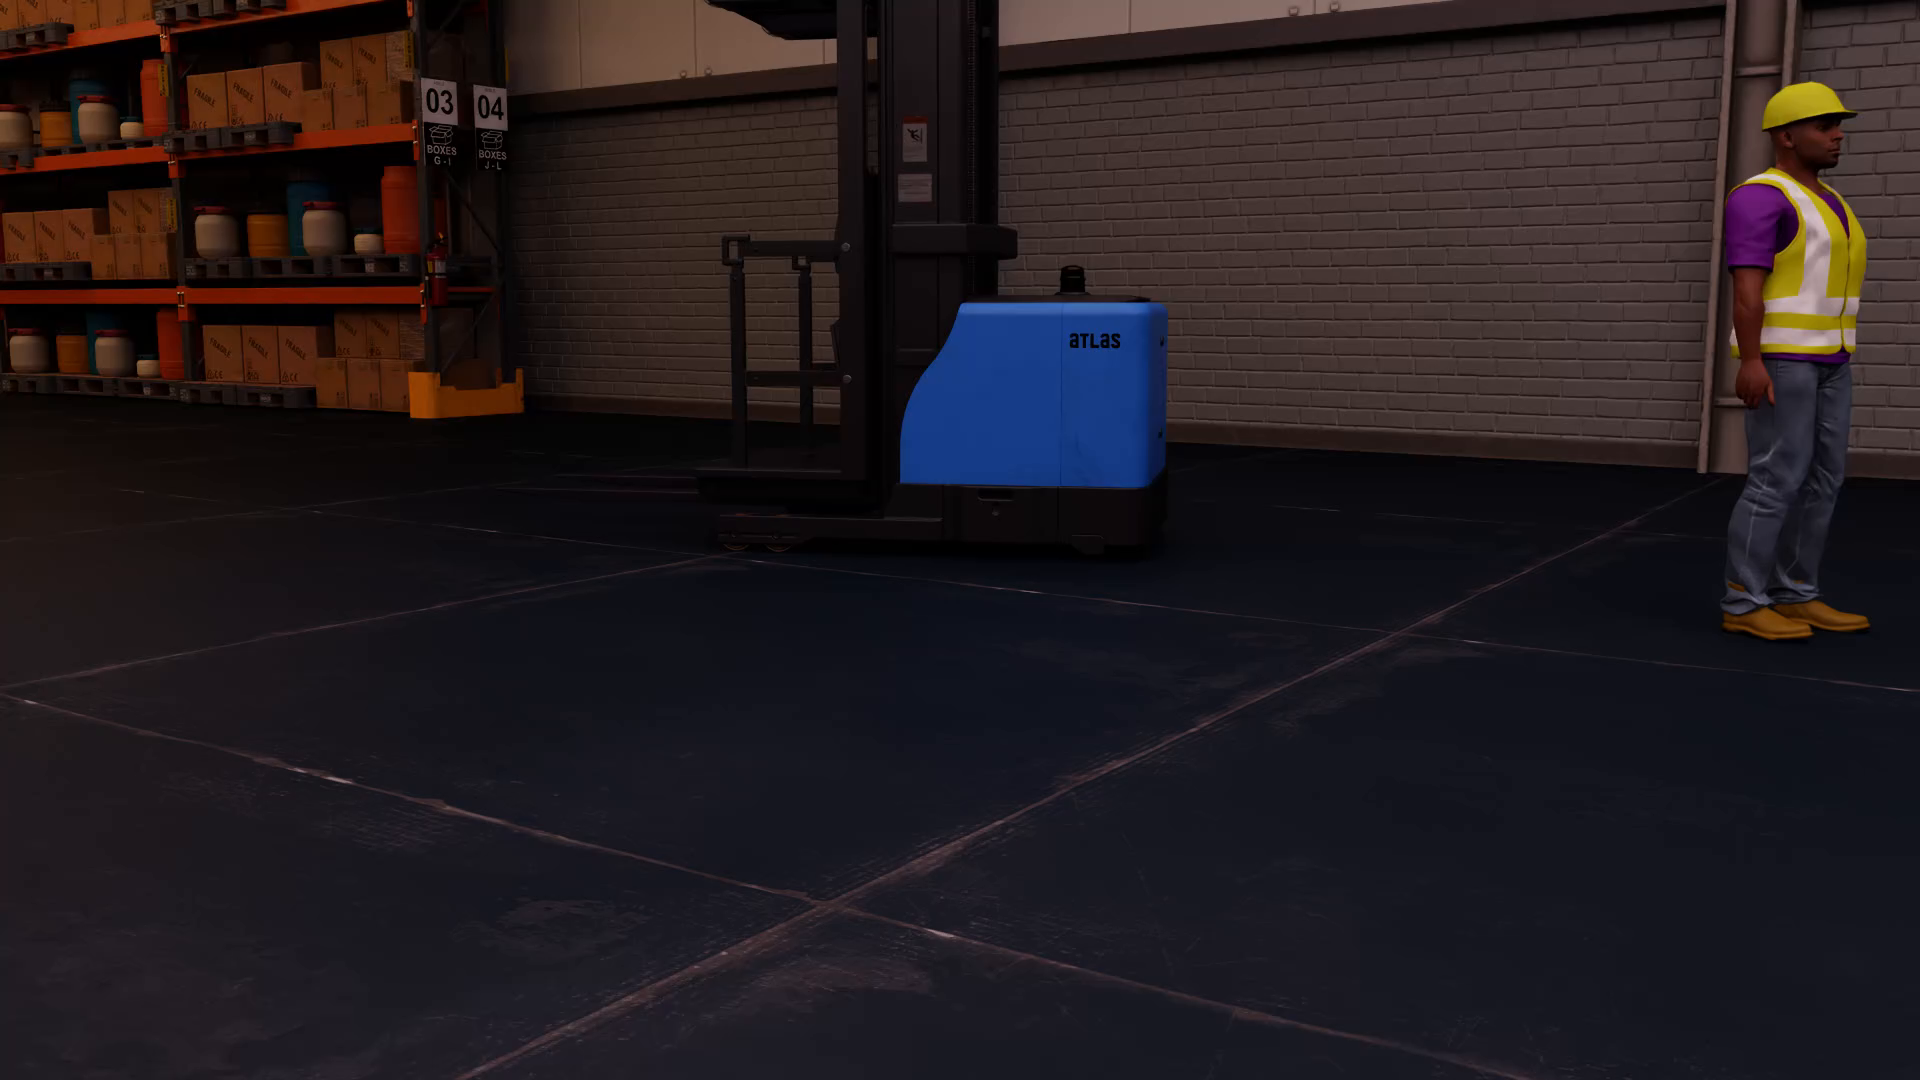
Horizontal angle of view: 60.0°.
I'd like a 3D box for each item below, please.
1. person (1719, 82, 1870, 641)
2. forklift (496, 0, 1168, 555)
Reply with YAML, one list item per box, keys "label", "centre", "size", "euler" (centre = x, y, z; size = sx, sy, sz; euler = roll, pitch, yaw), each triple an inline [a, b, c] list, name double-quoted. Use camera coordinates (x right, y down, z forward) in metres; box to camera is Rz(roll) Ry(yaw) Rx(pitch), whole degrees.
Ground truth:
- label: "person"
  centre: [2.710, -0.572, 5.369]
  size: [0.586, 1.768, 0.403]
  euler: [-7, 10, -39]
- label: "forklift"
  centre: [-0.596, -1.469, 7.520]
  size: [3.031, 2.935, 1.130]
  euler: [2, 8, 12]
